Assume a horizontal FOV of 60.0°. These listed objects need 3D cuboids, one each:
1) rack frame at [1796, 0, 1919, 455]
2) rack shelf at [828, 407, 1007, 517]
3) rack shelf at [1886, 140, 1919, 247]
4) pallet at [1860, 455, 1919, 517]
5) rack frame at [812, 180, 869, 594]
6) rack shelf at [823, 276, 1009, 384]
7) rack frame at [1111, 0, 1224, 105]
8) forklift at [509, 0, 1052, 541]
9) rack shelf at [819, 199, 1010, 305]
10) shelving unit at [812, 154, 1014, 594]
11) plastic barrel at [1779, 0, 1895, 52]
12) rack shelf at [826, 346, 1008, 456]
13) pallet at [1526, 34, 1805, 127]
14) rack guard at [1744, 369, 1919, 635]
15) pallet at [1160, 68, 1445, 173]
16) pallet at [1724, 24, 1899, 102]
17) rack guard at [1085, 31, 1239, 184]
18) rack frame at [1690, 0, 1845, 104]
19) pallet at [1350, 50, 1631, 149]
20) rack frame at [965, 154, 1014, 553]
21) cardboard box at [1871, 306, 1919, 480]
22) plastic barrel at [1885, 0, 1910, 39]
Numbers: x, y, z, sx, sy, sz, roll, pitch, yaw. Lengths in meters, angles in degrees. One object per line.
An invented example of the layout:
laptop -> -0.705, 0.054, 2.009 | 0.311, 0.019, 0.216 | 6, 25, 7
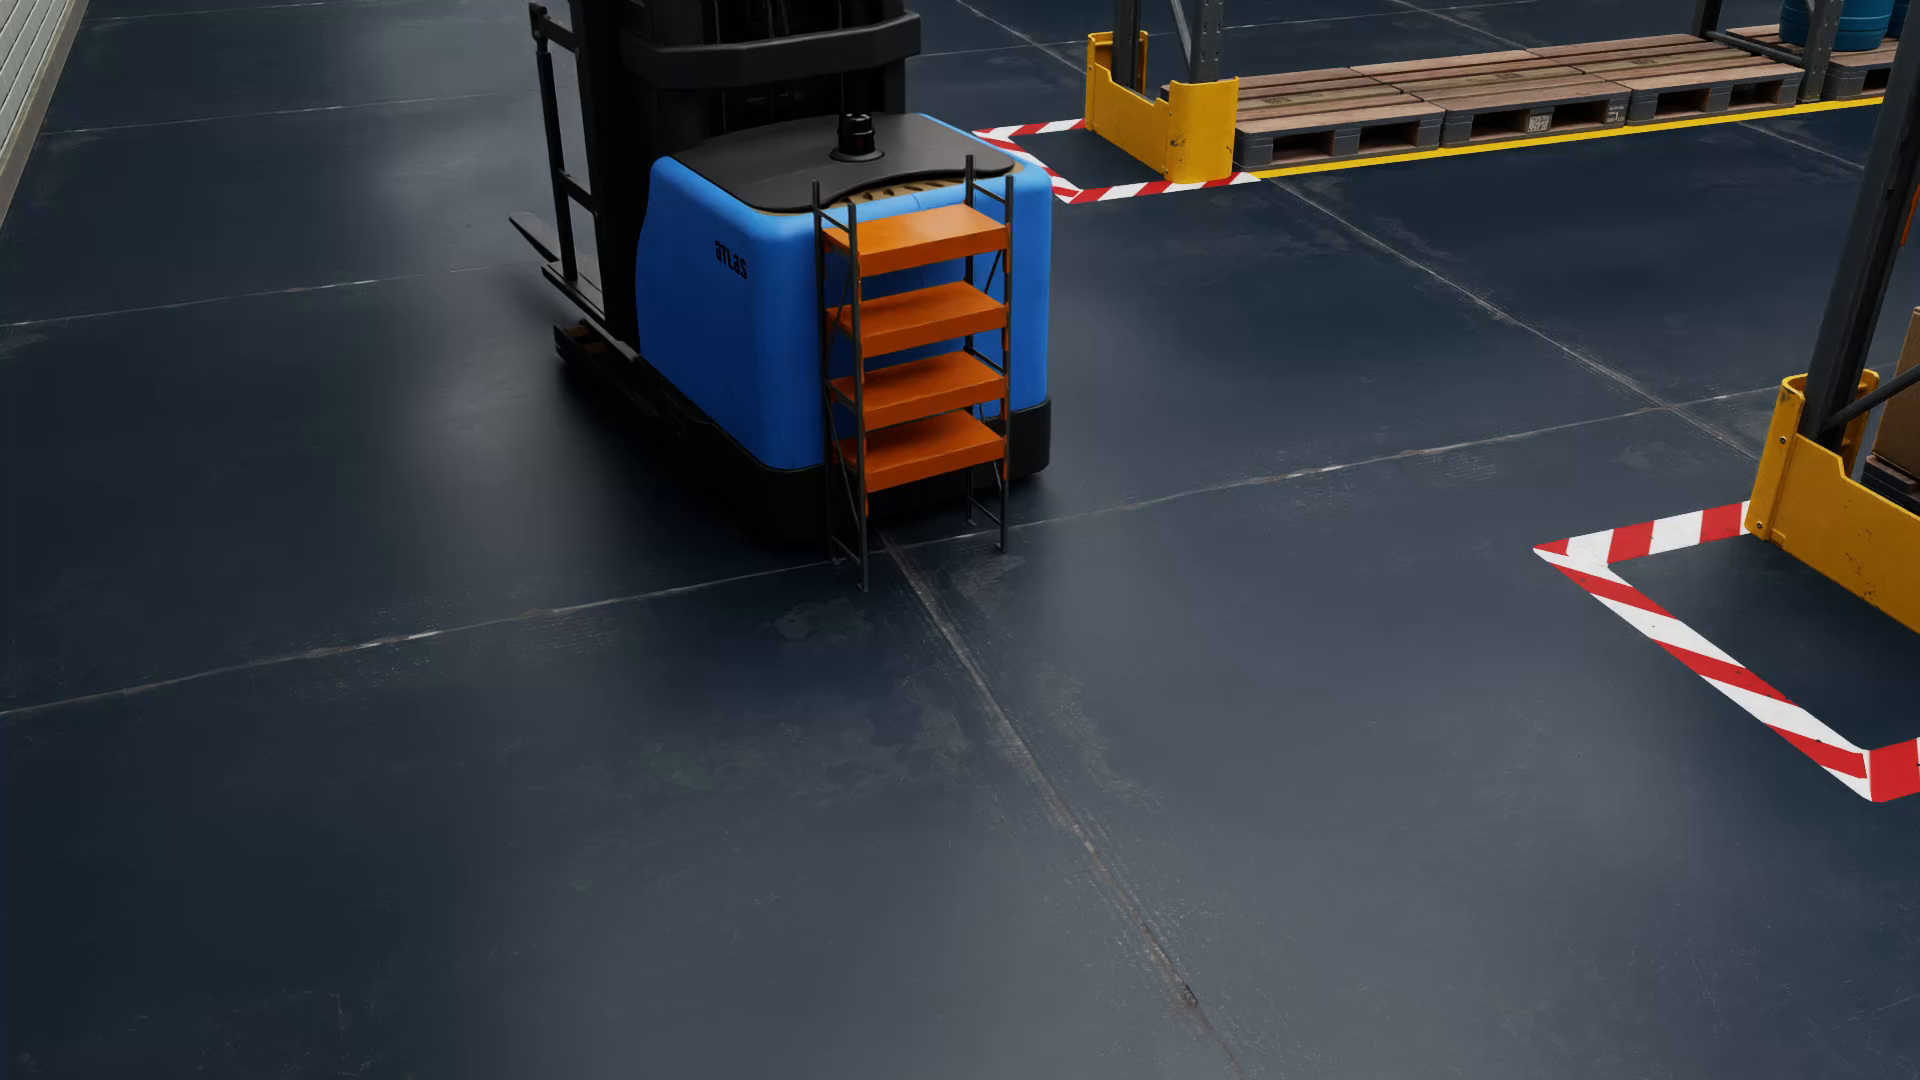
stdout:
rack frame -> 2.786, -1.105, 4.159 | 0.127, 3.000, 1.000 | -10, 31, -18
rack shelf -> -0.129, -0.243, 5.001 | 0.480, 0.148, 0.258 | -16, 33, -26
rack shelf -> 4.660, -1.137, 4.943 | 4.000, 0.370, 1.077 | -10, 31, -18
pallet -> 3.604, -0.044, 5.114 | 1.213, 0.211, 1.003 | -10, 31, -18
rack frame -> -0.340, -0.413, 4.763 | 0.015, 1.200, 0.240 | -16, 33, -26
rack shelf -> -0.129, -0.610, 4.792 | 0.480, 0.148, 0.258 | -16, 33, -26
rack frame -> 1.062, -3.403, 8.194 | 0.127, 3.000, 1.000 | -10, 31, -18
forklift -> -0.902, -1.961, 5.731 | 1.130, 2.935, 3.031 | -17, 34, -27
rack shelf -> -0.129, -0.815, 4.675 | 0.480, 0.148, 0.258 | -16, 33, -26
shelving unit -> -0.129, -0.474, 4.870 | 0.503, 1.200, 0.258 | -16, 33, -26
plastic barrel -> 5.327, -3.451, 9.972 | 0.708, 0.901, 0.600 | -10, 31, -18
rack shelf -> -0.129, -0.415, 4.903 | 0.480, 0.148, 0.258 | -16, 33, -26
pallet -> 4.135, -2.737, 9.841 | 1.213, 0.211, 1.003 | -10, 31, -18
rack guard -> 2.857, -0.032, 4.800 | 0.348, 0.500, 1.175 | -10, 31, -18
pallet -> 1.848, -2.316, 9.102 | 1.213, 0.211, 1.003 | -10, 31, -18
pallet -> 5.548, -2.996, 10.296 | 1.213, 0.211, 1.003 | -10, 31, -18
rack guard -> 1.044, -2.307, 8.794 | 0.348, 0.500, 1.175 | -10, 31, -18
rack frame -> 4.811, -4.094, 9.405 | 0.127, 3.000, 1.000 | -10, 31, -18
pallet -> 2.990, -2.525, 9.468 | 1.213, 0.211, 1.003 | -10, 31, -18
rack frame -> 0.082, -0.534, 4.976 | 0.015, 1.200, 0.240 | -16, 33, -26
cardboard box -> 3.209, -0.418, 5.034 | 0.500, 0.500, 0.500 | -10, 31, -18
plastic barrel -> 5.990, -3.573, 10.186 | 0.708, 0.901, 0.600 | -10, 31, -18
